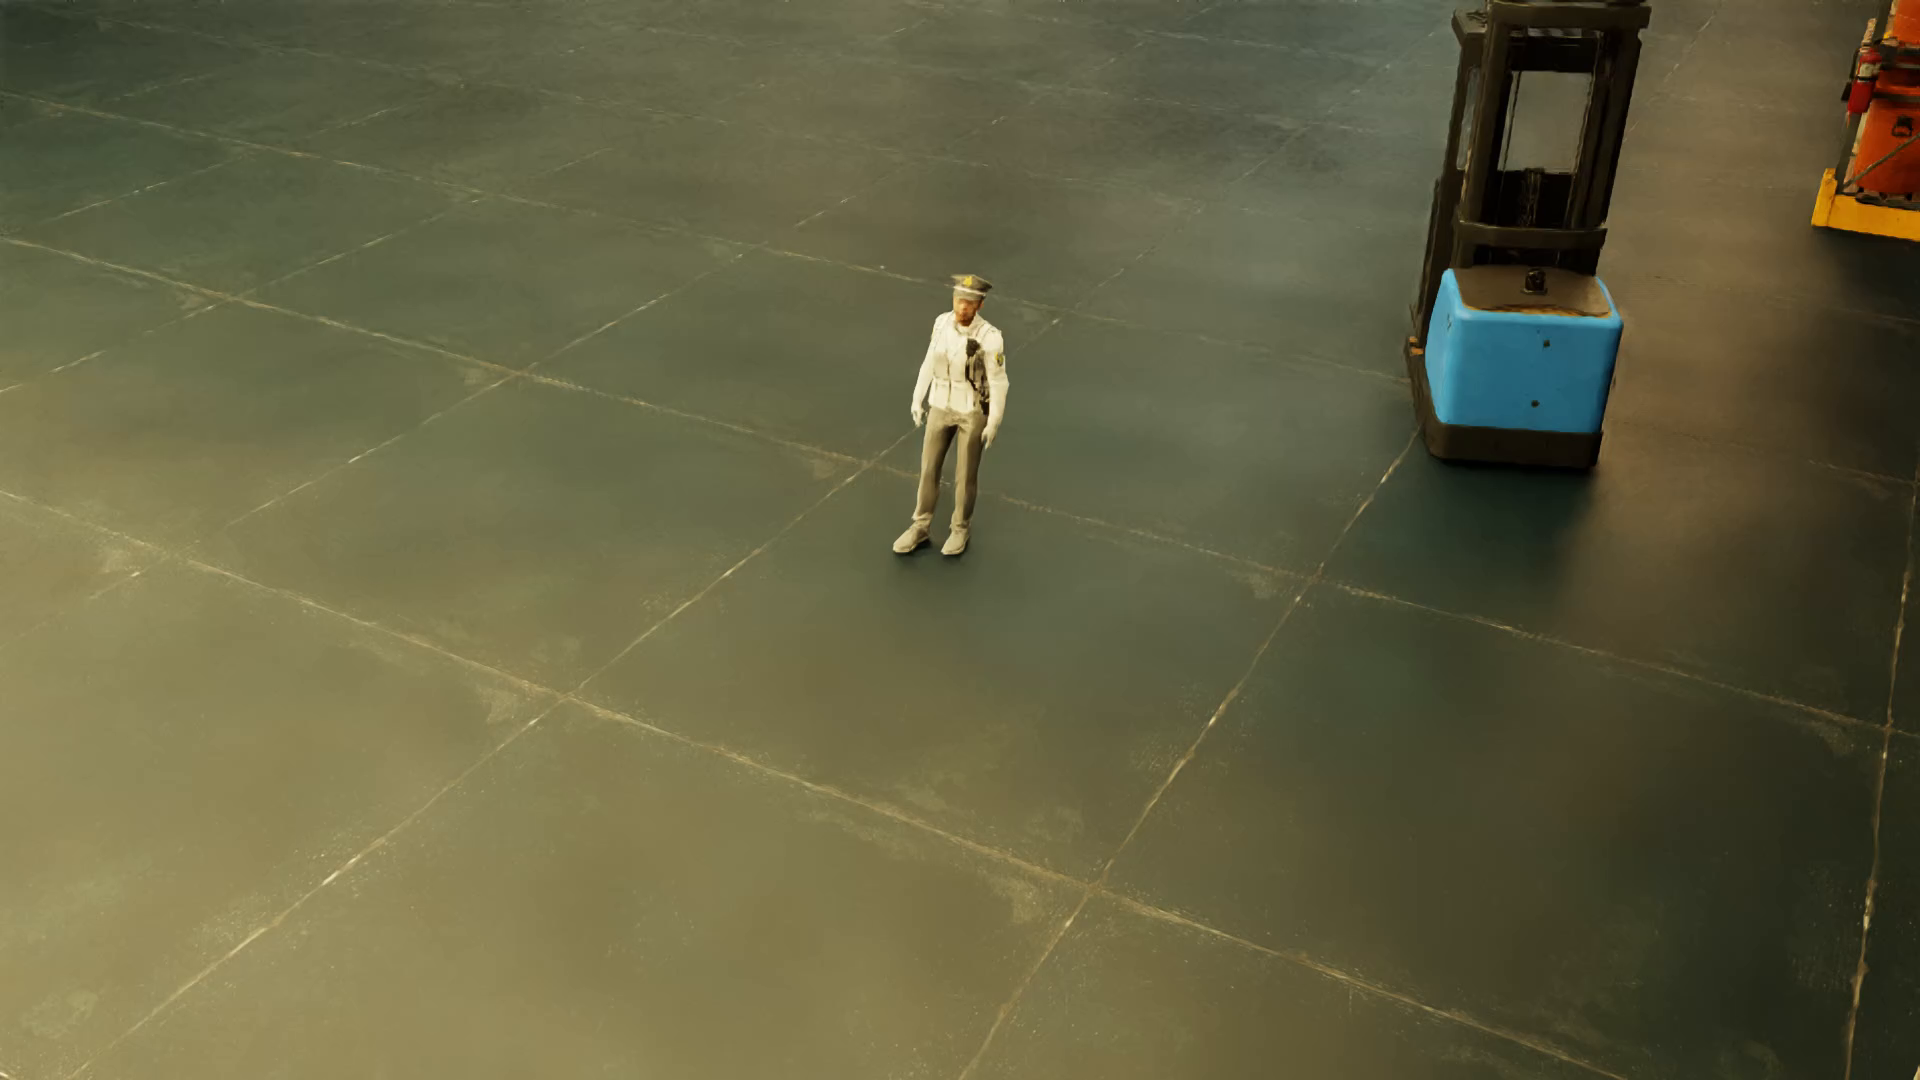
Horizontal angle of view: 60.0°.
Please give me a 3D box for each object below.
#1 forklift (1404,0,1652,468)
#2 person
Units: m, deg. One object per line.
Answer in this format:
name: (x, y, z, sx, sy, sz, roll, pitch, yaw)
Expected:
forklift: (3.807, -2.449, 11.313, 1.130, 2.935, 3.031, 4, 30, 8)
person: (-0.039, -0.713, 9.527, 0.586, 1.695, 0.532, 15, 33, 25)
